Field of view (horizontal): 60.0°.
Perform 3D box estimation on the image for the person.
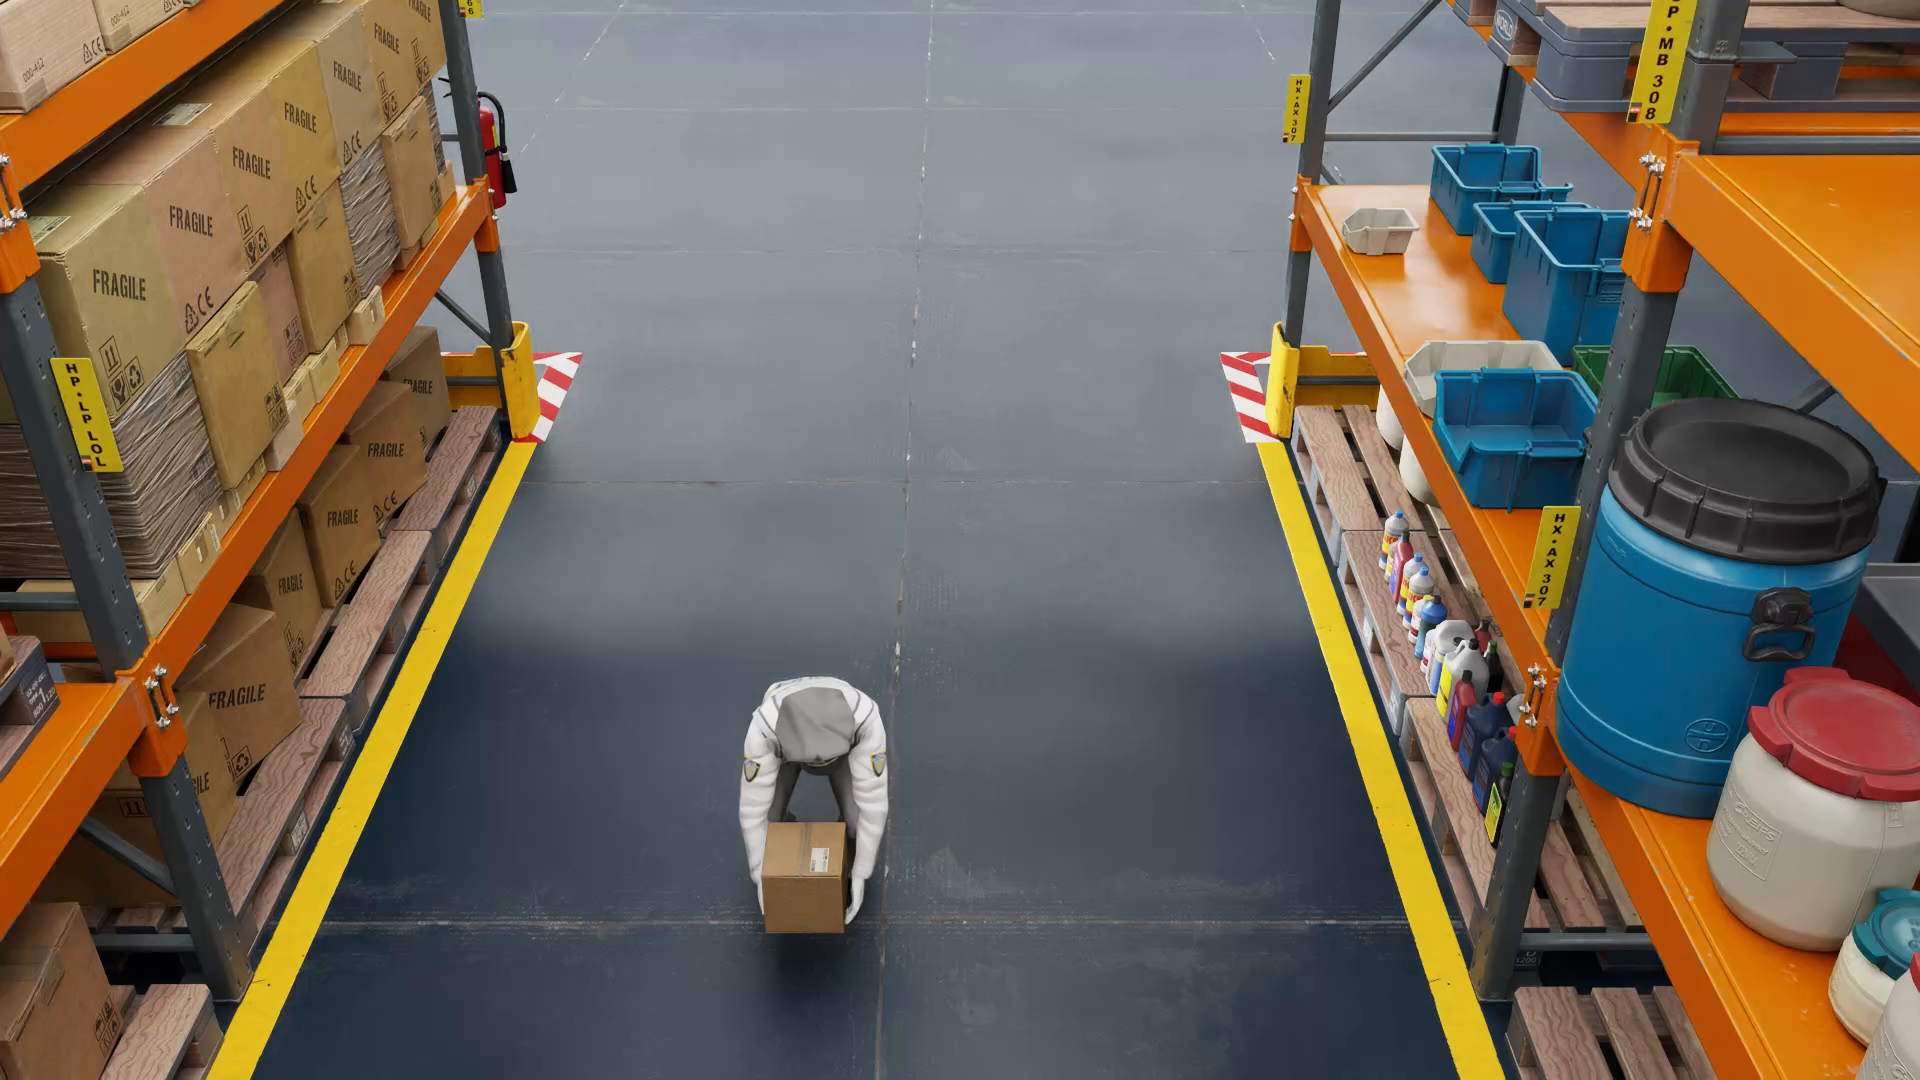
[{"bbox_3d":[-0.479,0.767,5.558,0.492,0.975,0.820,0,32,0],"label":"person"}]
